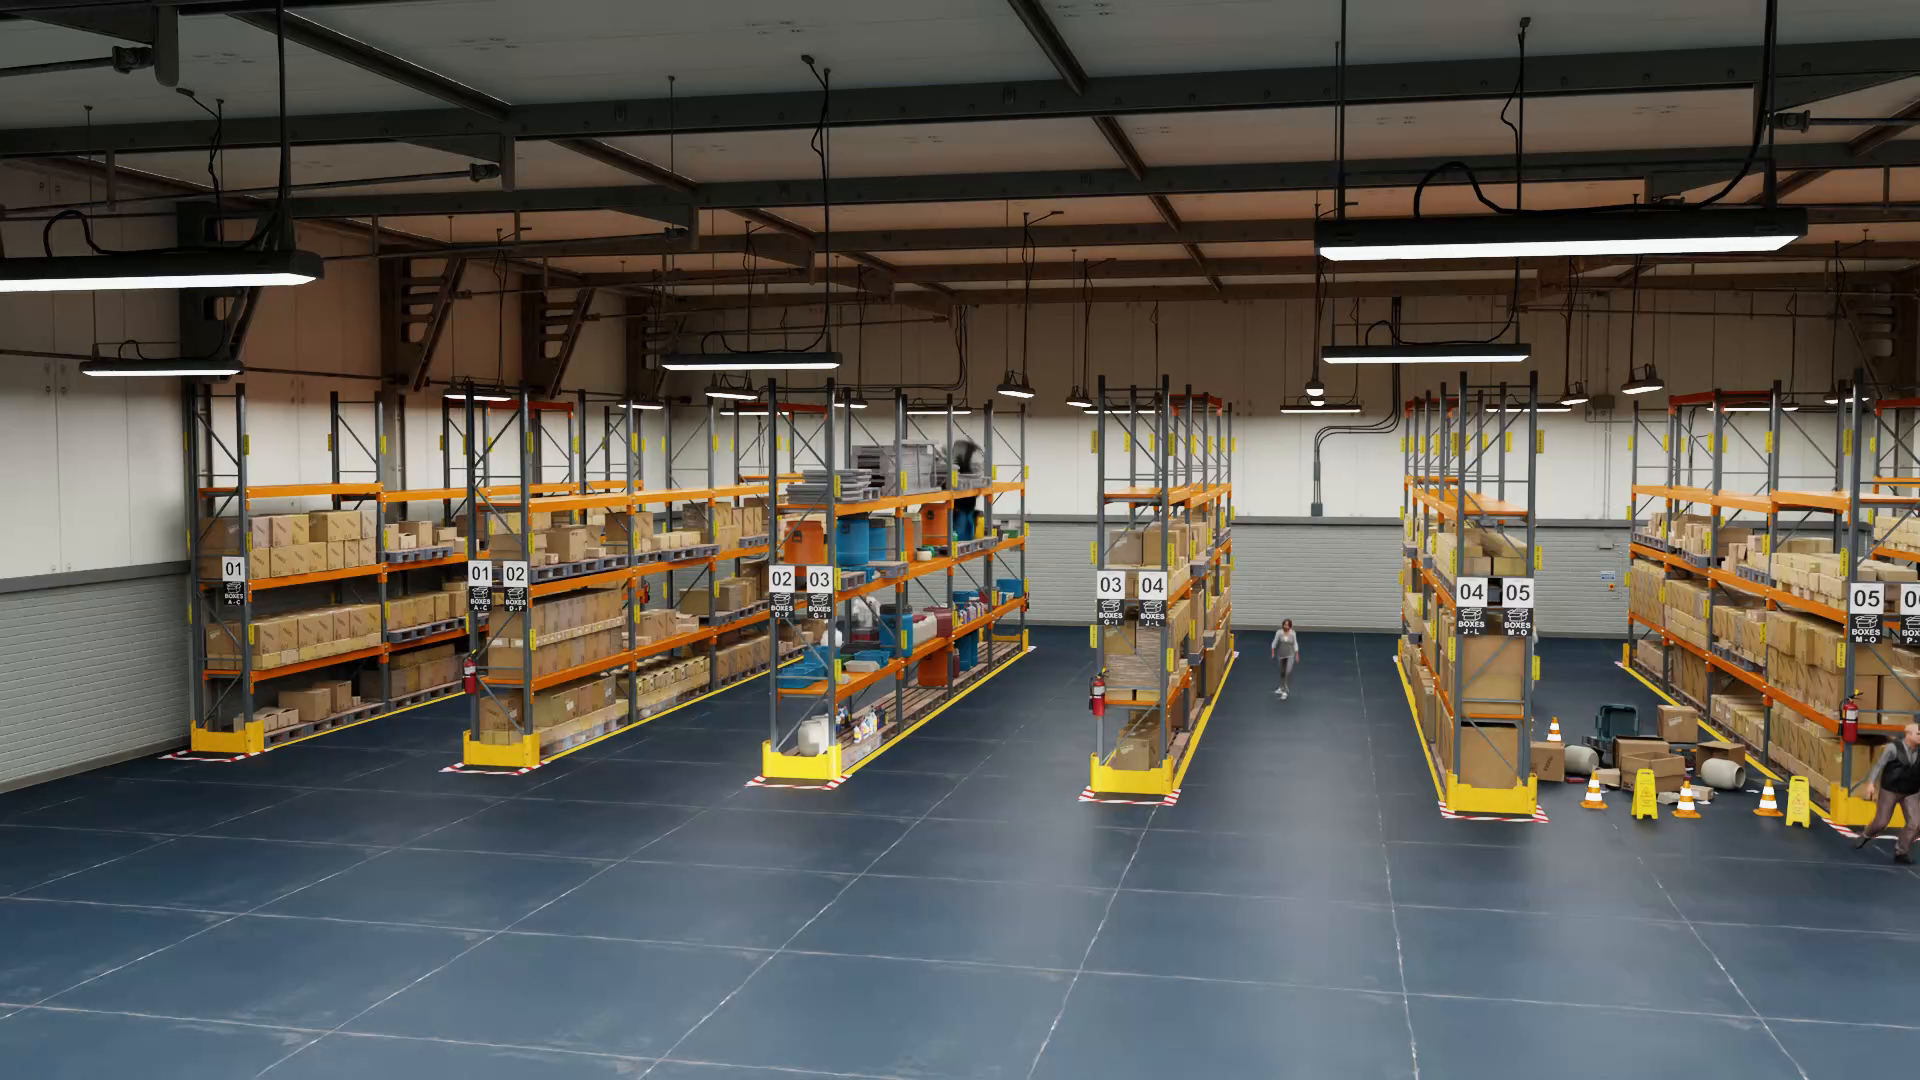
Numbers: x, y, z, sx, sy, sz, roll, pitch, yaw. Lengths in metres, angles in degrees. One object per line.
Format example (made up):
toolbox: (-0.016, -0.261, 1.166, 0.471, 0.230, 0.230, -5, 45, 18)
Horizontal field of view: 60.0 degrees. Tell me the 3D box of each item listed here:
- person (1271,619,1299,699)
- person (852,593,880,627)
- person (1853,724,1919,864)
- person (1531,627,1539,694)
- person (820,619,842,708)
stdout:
person: (6.402, 2.310, 32.765, 0.524, 1.546, 0.866, 1, 3, 18)
person: (-2.182, 1.824, 38.480, 0.570, 1.553, 0.850, 1, 3, 12)
person: (11.276, 3.017, 20.082, 0.728, 1.667, 0.733, 0, 3, -2)
person: (11.234, 2.274, 33.079, 0.581, 1.701, 0.908, 0, 3, 4)
person: (-2.449, 2.321, 31.689, 0.471, 1.778, 0.671, -3, 5, -44)
